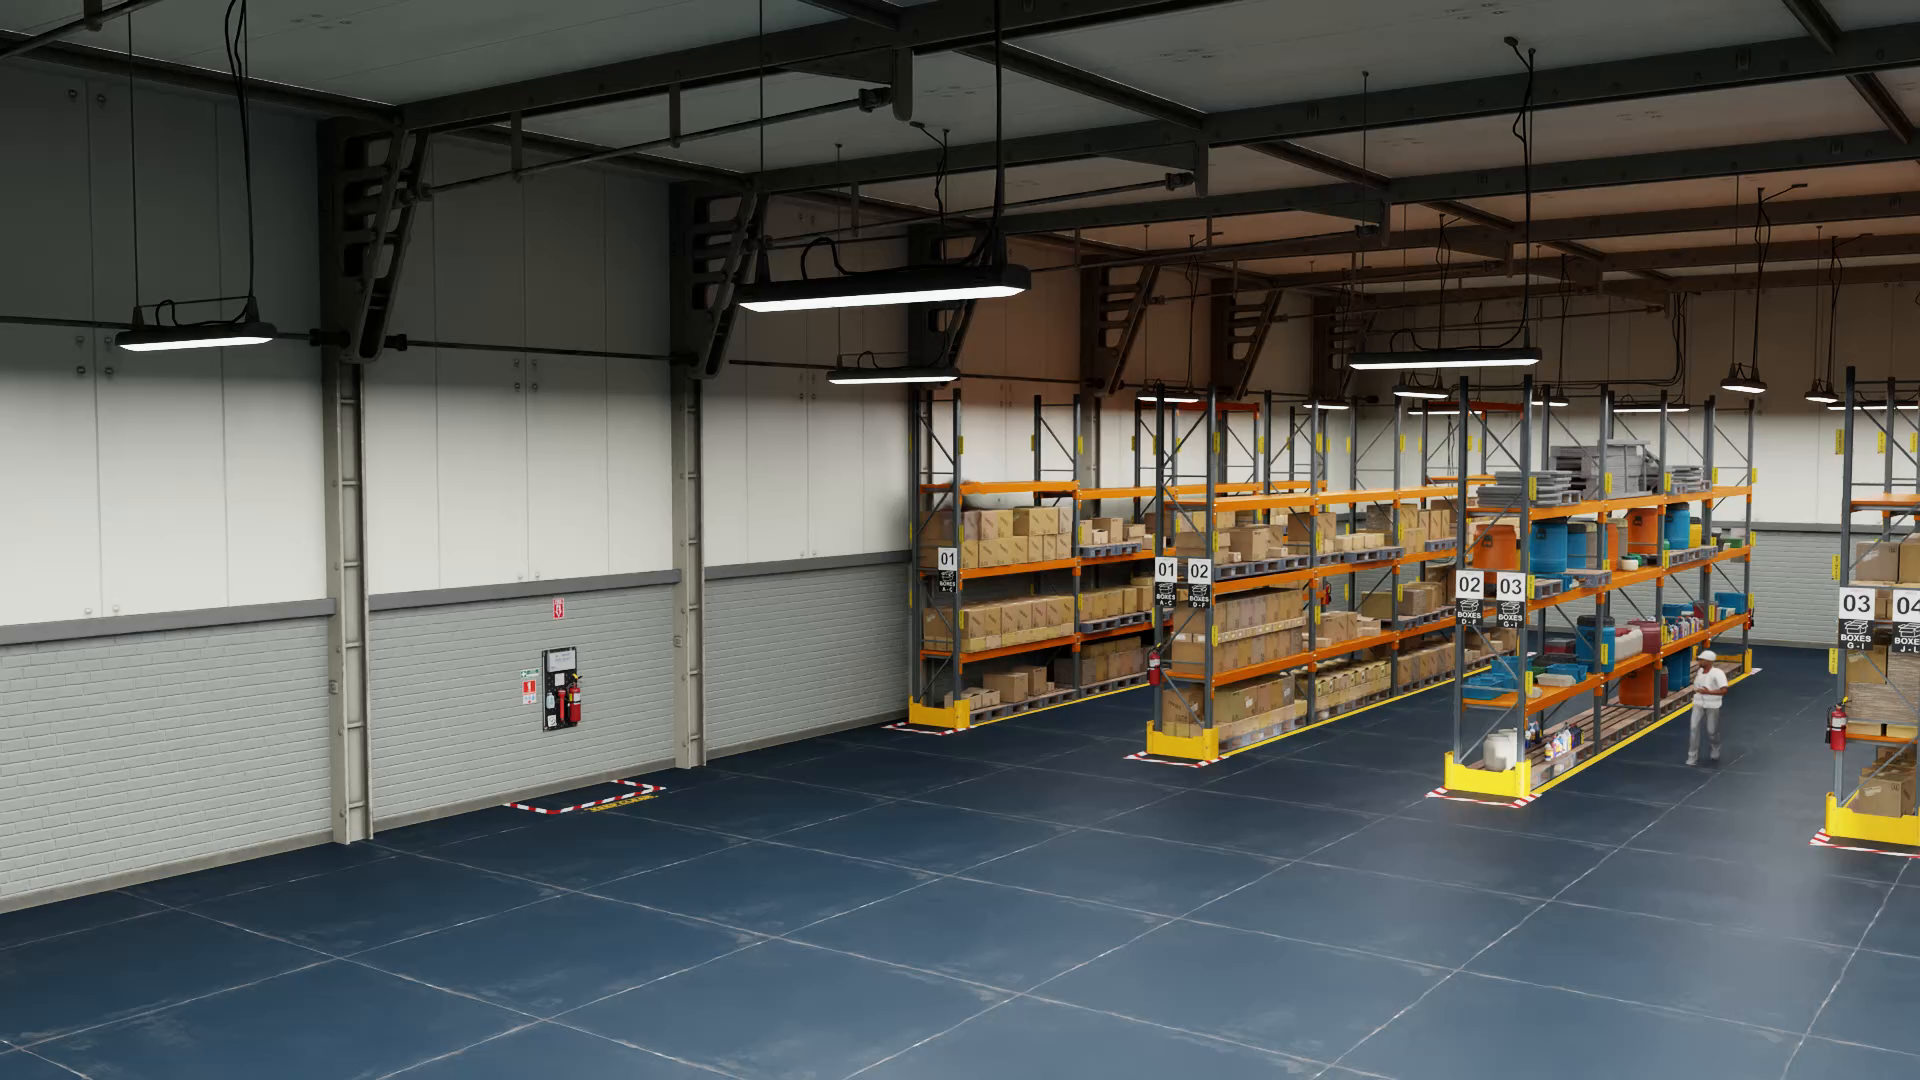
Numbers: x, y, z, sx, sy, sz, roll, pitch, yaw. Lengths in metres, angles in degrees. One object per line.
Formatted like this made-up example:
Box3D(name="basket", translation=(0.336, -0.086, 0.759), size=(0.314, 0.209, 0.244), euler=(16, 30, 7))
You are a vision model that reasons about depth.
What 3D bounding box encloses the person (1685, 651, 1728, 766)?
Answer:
Box3D(name="person", translation=(11.807, 2.636, 26.116), size=(0.559, 1.807, 0.844), euler=(3, 4, 40))
